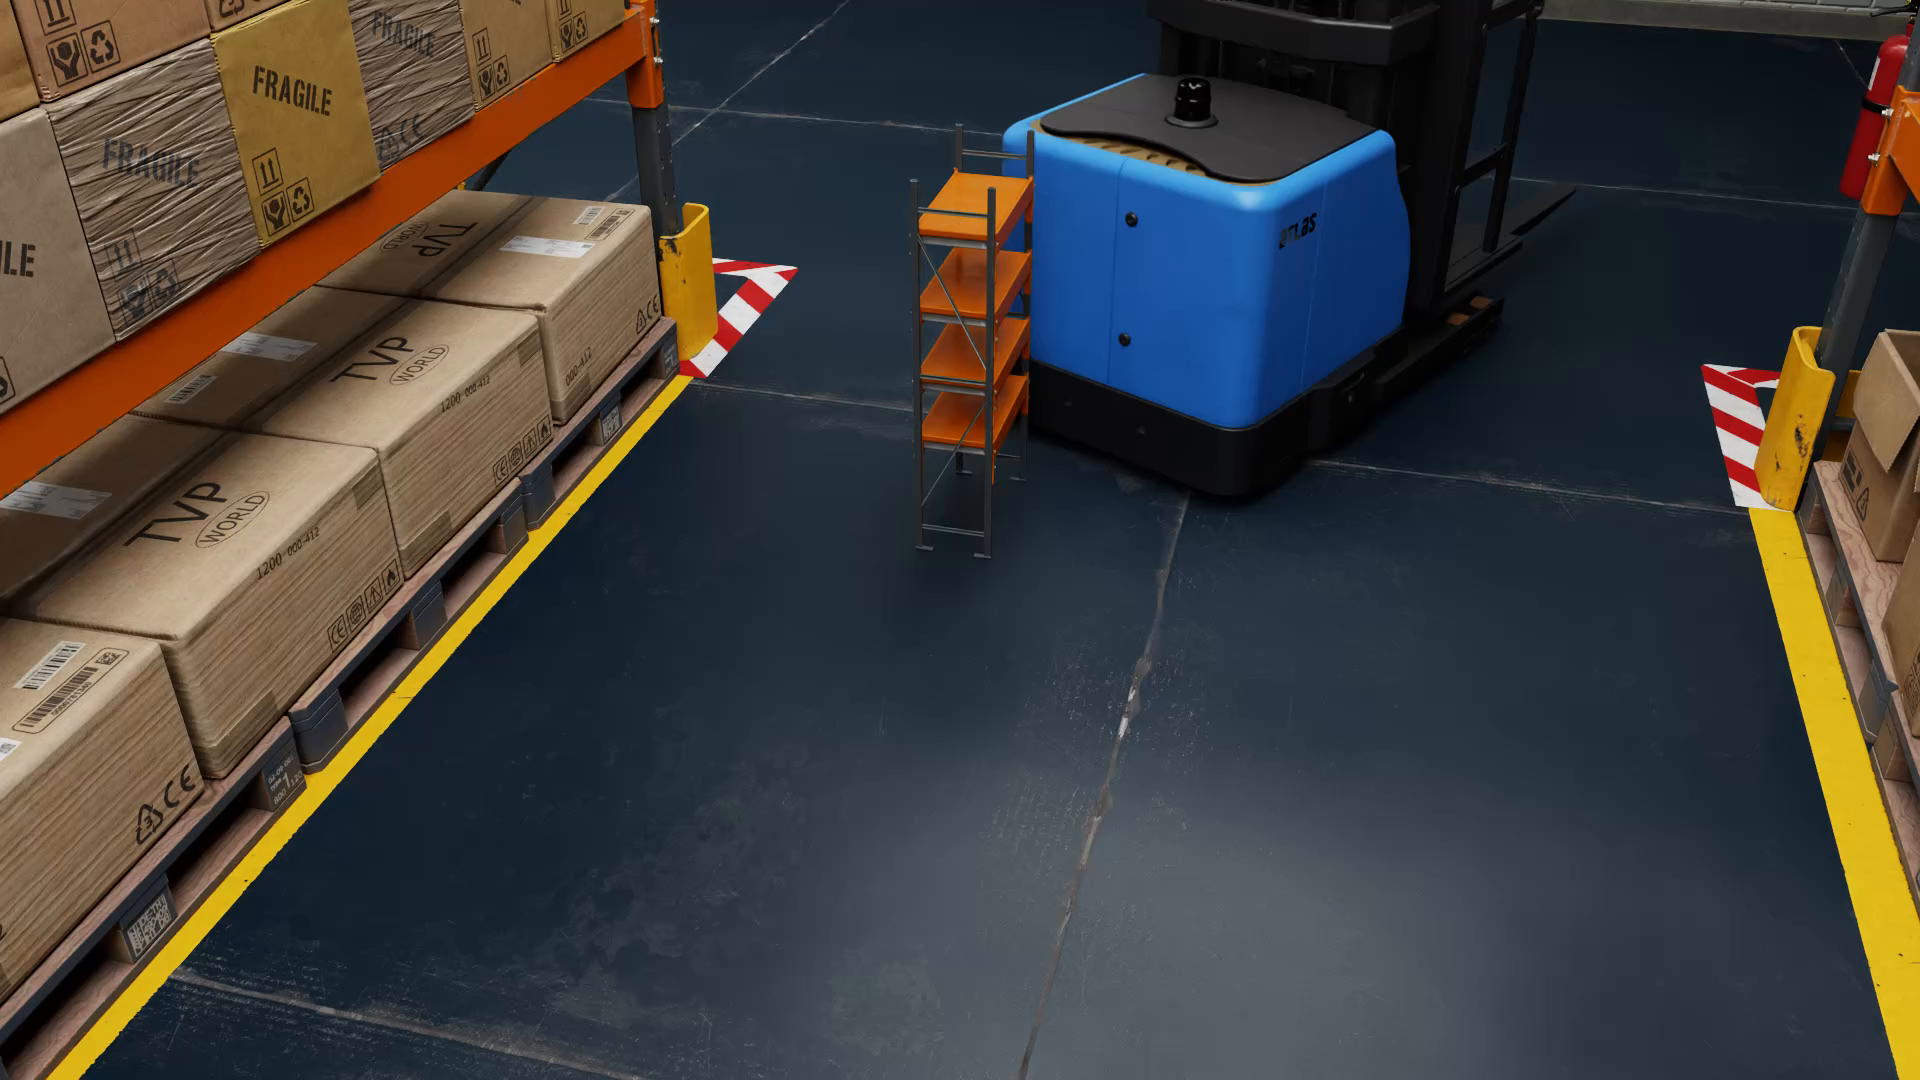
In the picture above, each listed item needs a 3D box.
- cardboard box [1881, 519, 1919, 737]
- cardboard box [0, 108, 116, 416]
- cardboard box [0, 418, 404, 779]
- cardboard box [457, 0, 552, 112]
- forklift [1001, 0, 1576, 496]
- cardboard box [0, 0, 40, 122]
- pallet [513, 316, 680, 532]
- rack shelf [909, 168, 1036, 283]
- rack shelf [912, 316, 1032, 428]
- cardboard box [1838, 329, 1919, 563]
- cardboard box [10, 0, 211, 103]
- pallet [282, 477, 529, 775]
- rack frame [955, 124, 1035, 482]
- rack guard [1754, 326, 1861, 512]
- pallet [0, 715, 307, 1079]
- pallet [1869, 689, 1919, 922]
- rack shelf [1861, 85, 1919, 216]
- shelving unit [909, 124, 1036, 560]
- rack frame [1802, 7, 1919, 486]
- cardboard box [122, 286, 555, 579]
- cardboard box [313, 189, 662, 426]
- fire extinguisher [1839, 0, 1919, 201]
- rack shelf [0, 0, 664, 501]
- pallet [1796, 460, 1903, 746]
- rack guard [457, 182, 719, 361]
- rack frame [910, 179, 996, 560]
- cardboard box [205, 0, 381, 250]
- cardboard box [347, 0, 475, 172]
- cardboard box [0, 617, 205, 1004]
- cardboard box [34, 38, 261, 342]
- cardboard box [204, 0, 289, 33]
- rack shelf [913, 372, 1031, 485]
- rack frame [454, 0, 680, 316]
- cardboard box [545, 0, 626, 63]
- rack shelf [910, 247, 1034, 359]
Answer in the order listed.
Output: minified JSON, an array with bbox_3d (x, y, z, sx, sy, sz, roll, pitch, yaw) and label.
[{"bbox_3d":[2.749,0.202,4.075,0.700,0.500,0.500,9,34,14],"label":"cardboard box"},{"bbox_3d":[-2.062,-0.527,3.190,0.500,0.500,0.500,8,33,13],"label":"cardboard box"},{"bbox_3d":[-2.077,0.112,4.275,0.875,0.438,0.875,7,33,11],"label":"cardboard box"},{"bbox_3d":[-1.560,-1.590,4.861,0.500,0.500,0.500,7,33,11],"label":"cardboard box"},{"bbox_3d":[1.460,-2.094,5.812,1.130,2.935,3.031,25,40,33],"label":"forklift"},{"bbox_3d":[-2.077,-0.956,2.933,0.500,0.500,0.500,8,33,12],"label":"cardboard box"},{"bbox_3d":[-1.679,-0.490,5.824,1.003,0.211,1.213,8,33,12],"label":"pallet"},{"bbox_3d":[0.042,-0.924,4.852,0.258,0.148,0.480,8,33,12],"label":"rack shelf"},{"bbox_3d":[0.042,-0.535,5.099,0.258,0.148,0.480,8,33,12],"label":"rack shelf"},{"bbox_3d":[3.004,-0.238,4.763,0.797,0.503,0.637,7,33,10],"label":"cardboard box"},{"bbox_3d":[-1.936,-1.220,3.348,0.500,0.500,0.500,9,33,13],"label":"cardboard box"},{"bbox_3d":[-1.990,0.141,4.831,1.003,0.211,1.213,8,33,12],"label":"pallet"},{"bbox_3d":[0.104,-0.719,5.262,0.240,1.200,0.015,8,33,12],"label":"rack frame"},{"bbox_3d":[3.232,-0.324,5.294,1.175,0.500,0.348,8,33,12],"label":"rack guard"},{"bbox_3d":[-2.298,0.776,3.832,1.003,0.211,1.213,8,33,12],"label":"pallet"},{"bbox_3d":[2.719,0.843,3.728,1.003,0.211,1.213,8,33,12],"label":"pallet"},{"bbox_3d":[2.743,-0.077,3.246,1.077,0.370,4.000,8,33,12],"label":"rack shelf"},{"bbox_3d":[0.042,-0.592,5.063,0.258,1.200,0.503,8,33,12],"label":"shelving unit"},{"bbox_3d":[3.251,-1.418,4.685,1.000,3.000,0.127,8,33,12],"label":"rack frame"},{"bbox_3d":[-1.846,-0.356,5.011,0.875,0.438,0.875,9,34,14],"label":"cardboard box"},{"bbox_3d":[-1.622,-0.832,5.760,0.875,0.438,0.875,7,33,11],"label":"cardboard box"},{"bbox_3d":[2.841,-1.368,5.025,0.296,0.674,0.183,8,33,12],"label":"fire extinguisher"},{"bbox_3d":[-2.059,-0.751,4.306,1.077,0.370,4.000,8,33,12],"label":"rack shelf"},{"bbox_3d":[3.030,0.212,4.720,1.003,0.211,1.213,8,33,12],"label":"pallet"},{"bbox_3d":[-1.545,-1.050,6.435,1.175,0.500,0.348,8,33,12],"label":"rack guard"},{"bbox_3d":[-0.020,-0.466,4.864,0.240,1.200,0.015,8,33,12],"label":"rack frame"},{"bbox_3d":[-1.799,-1.052,4.015,0.500,0.500,0.500,9,34,14],"label":"cardboard box"},{"bbox_3d":[-1.681,-1.321,4.439,0.500,0.500,0.500,9,34,14],"label":"cardboard box"},{"bbox_3d":[-2.303,0.576,3.544,0.875,0.438,0.875,8,33,12],"label":"cardboard box"},{"bbox_3d":[-1.930,-0.784,3.595,0.500,0.500,0.500,8,33,13],"label":"cardboard box"},{"bbox_3d":[-1.806,-1.482,3.760,0.500,0.500,0.500,8,33,12],"label":"cardboard box"},{"bbox_3d":[0.042,-0.368,5.206,0.258,0.148,0.480,8,33,12],"label":"rack shelf"},{"bbox_3d":[-1.551,-2.092,5.745,1.000,3.000,0.127,8,33,12],"label":"rack frame"},{"bbox_3d":[-1.418,-1.848,5.268,0.500,0.500,0.500,8,33,13],"label":"cardboard box"},{"bbox_3d":[0.042,-0.724,4.979,0.258,0.148,0.480,8,33,12],"label":"rack shelf"}]
